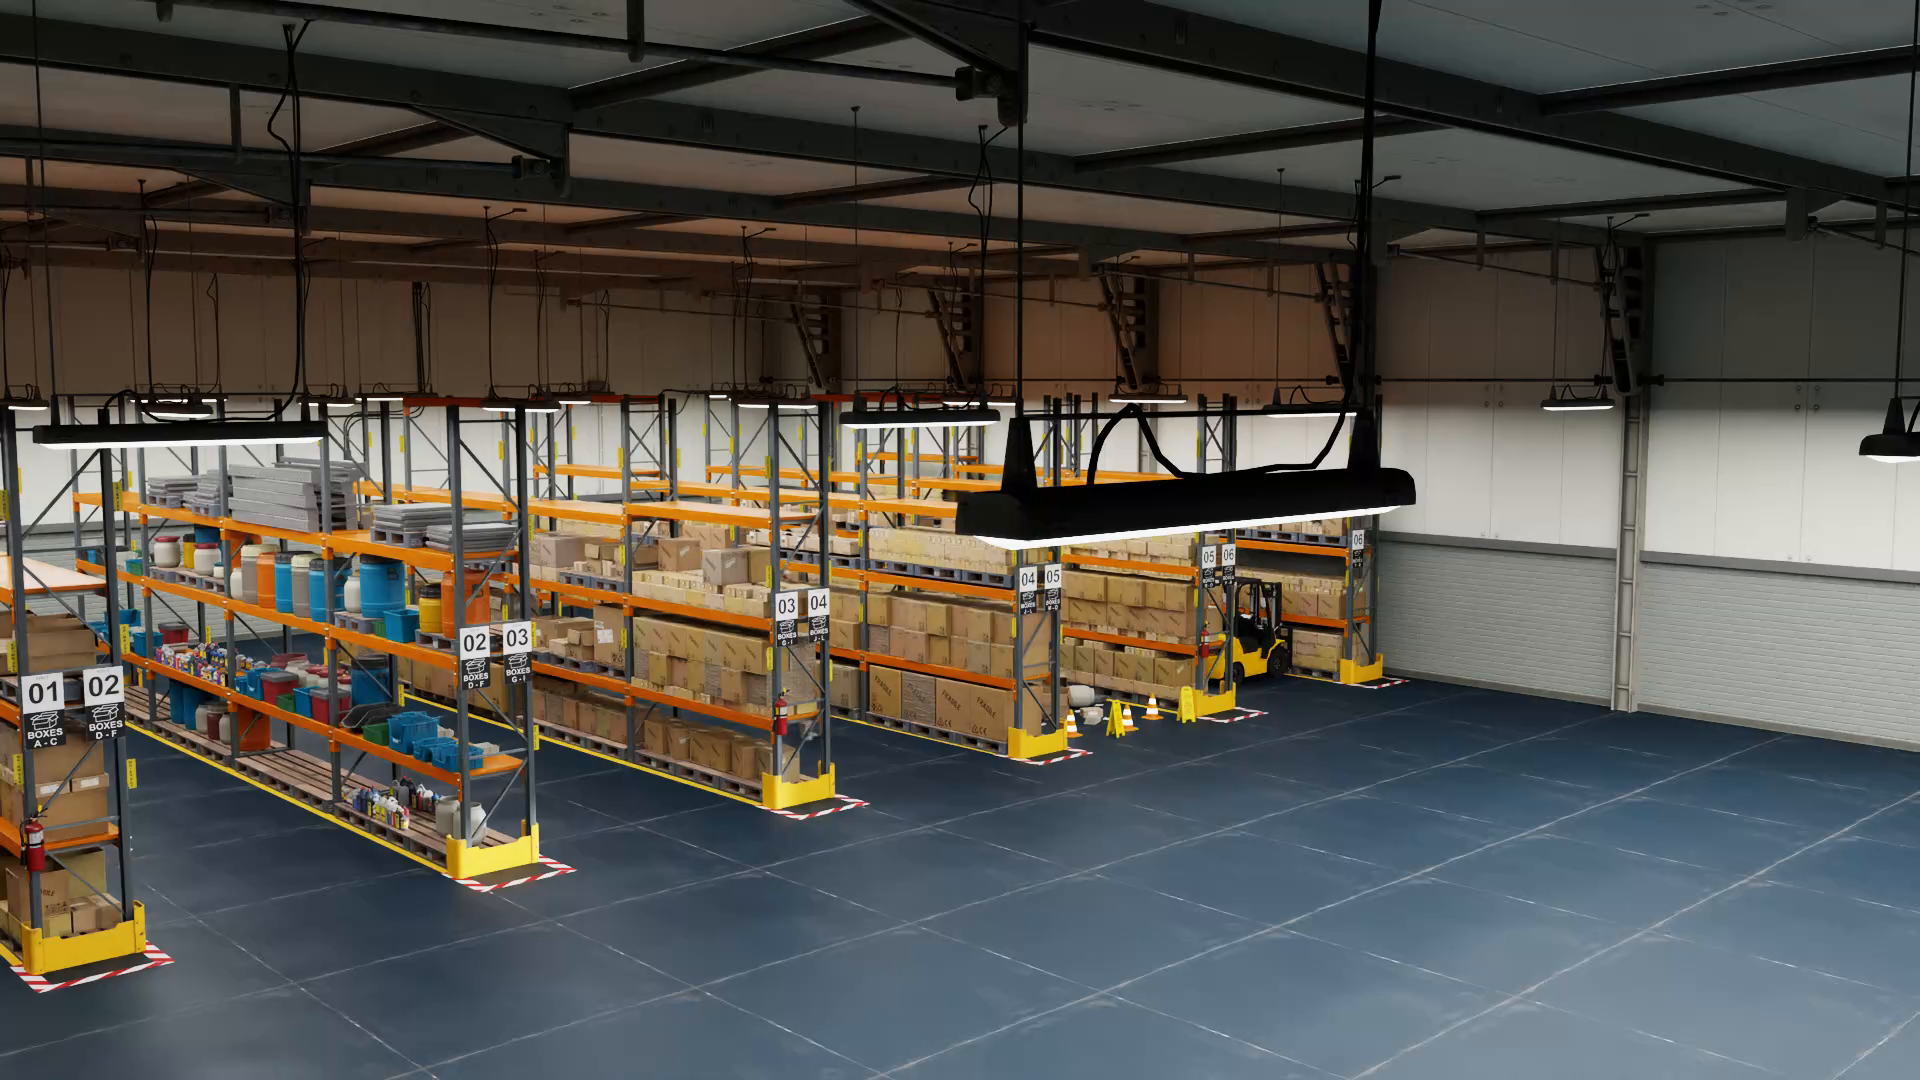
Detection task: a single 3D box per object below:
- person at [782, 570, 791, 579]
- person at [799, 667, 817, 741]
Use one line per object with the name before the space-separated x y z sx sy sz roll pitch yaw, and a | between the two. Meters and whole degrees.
person | -3.829 1.554 37.071 0.659 1.782 0.428 3 6 25
person | -2.729 2.688 29.379 0.430 1.808 0.615 -2 6 -21
